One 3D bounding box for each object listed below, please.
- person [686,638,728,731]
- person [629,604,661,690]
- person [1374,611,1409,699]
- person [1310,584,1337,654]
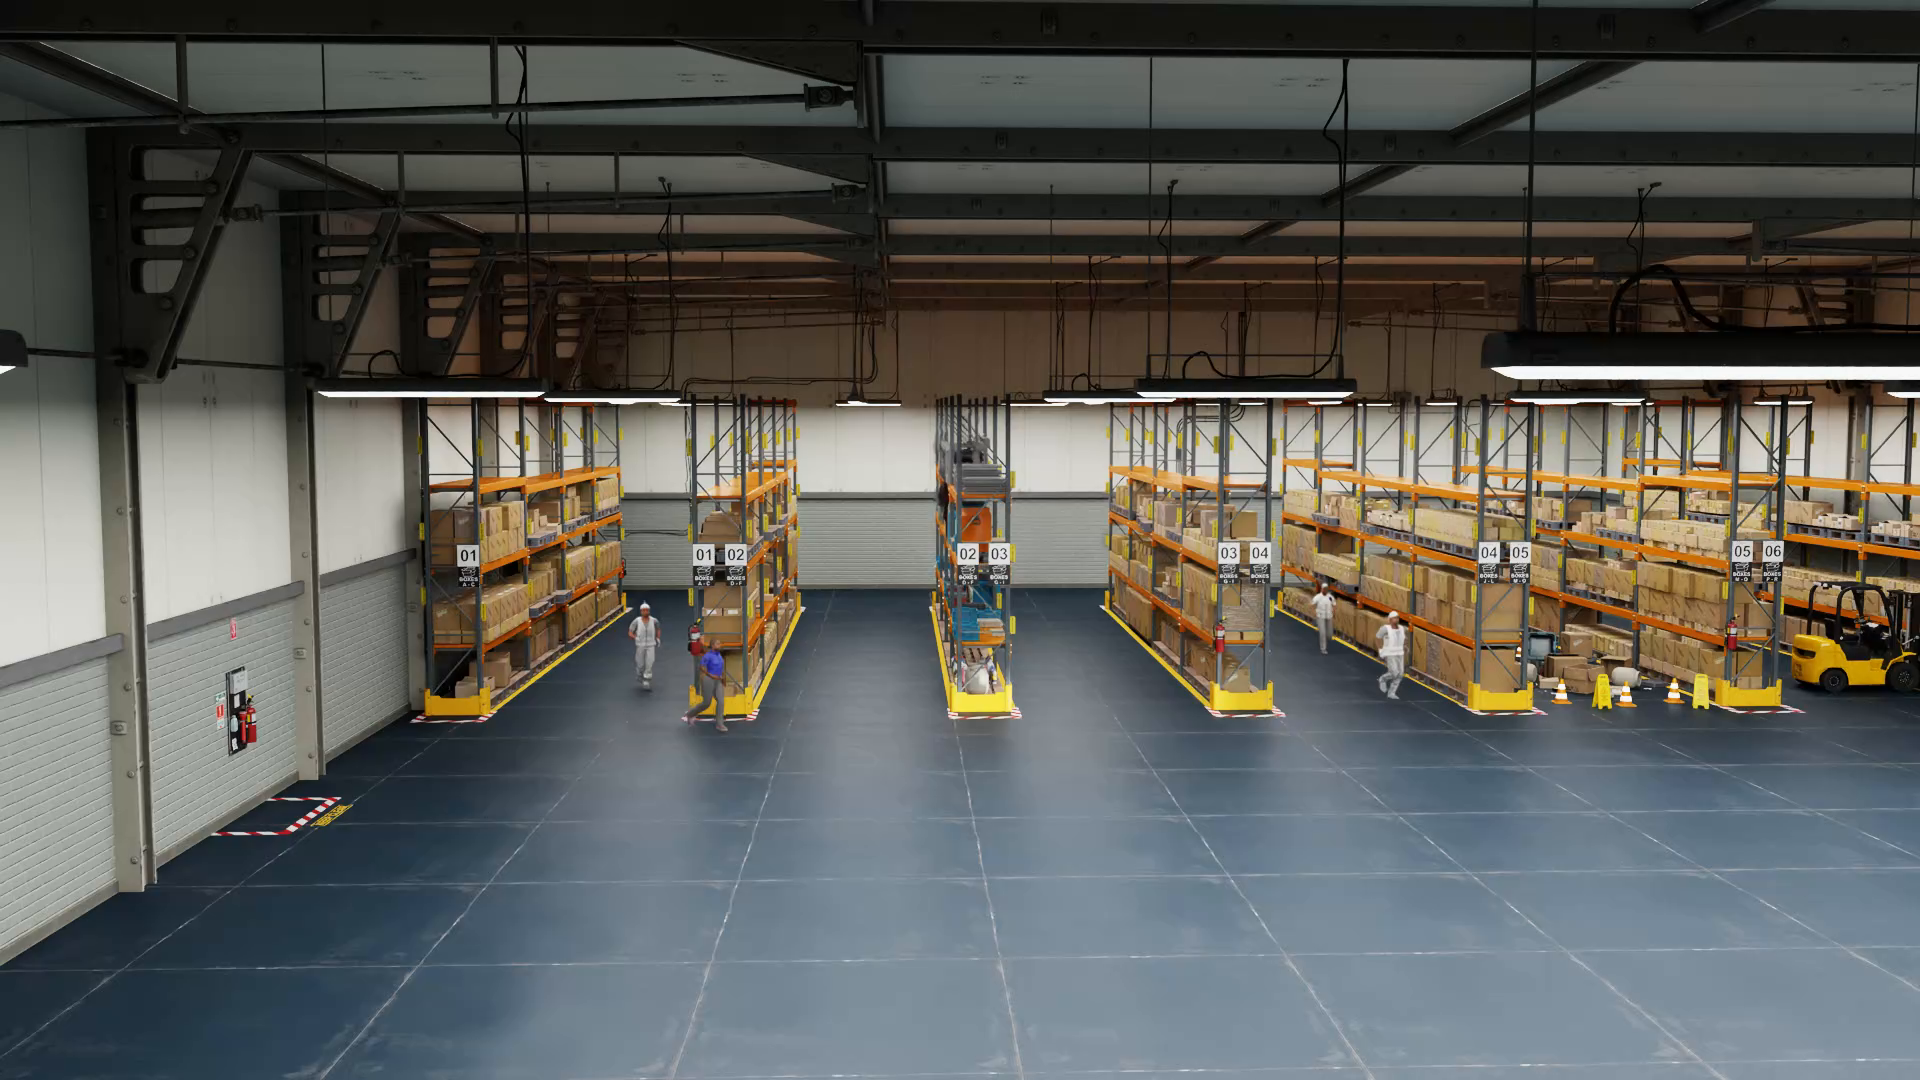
[{"bbox_3d":[-4.410,2.572,29.749,0.901,1.604,0.655,3,5,31],"label":"person"},{"bbox_3d":[-6.437,2.172,34.021,0.653,1.750,0.720,-1,5,-17],"label":"person"},{"bbox_3d":[8.569,2.275,32.841,0.687,1.734,0.596,-2,5,-21],"label":"person"},{"bbox_3d":[8.551,1.835,39.090,0.618,1.628,0.739,0,5,-3],"label":"person"}]
